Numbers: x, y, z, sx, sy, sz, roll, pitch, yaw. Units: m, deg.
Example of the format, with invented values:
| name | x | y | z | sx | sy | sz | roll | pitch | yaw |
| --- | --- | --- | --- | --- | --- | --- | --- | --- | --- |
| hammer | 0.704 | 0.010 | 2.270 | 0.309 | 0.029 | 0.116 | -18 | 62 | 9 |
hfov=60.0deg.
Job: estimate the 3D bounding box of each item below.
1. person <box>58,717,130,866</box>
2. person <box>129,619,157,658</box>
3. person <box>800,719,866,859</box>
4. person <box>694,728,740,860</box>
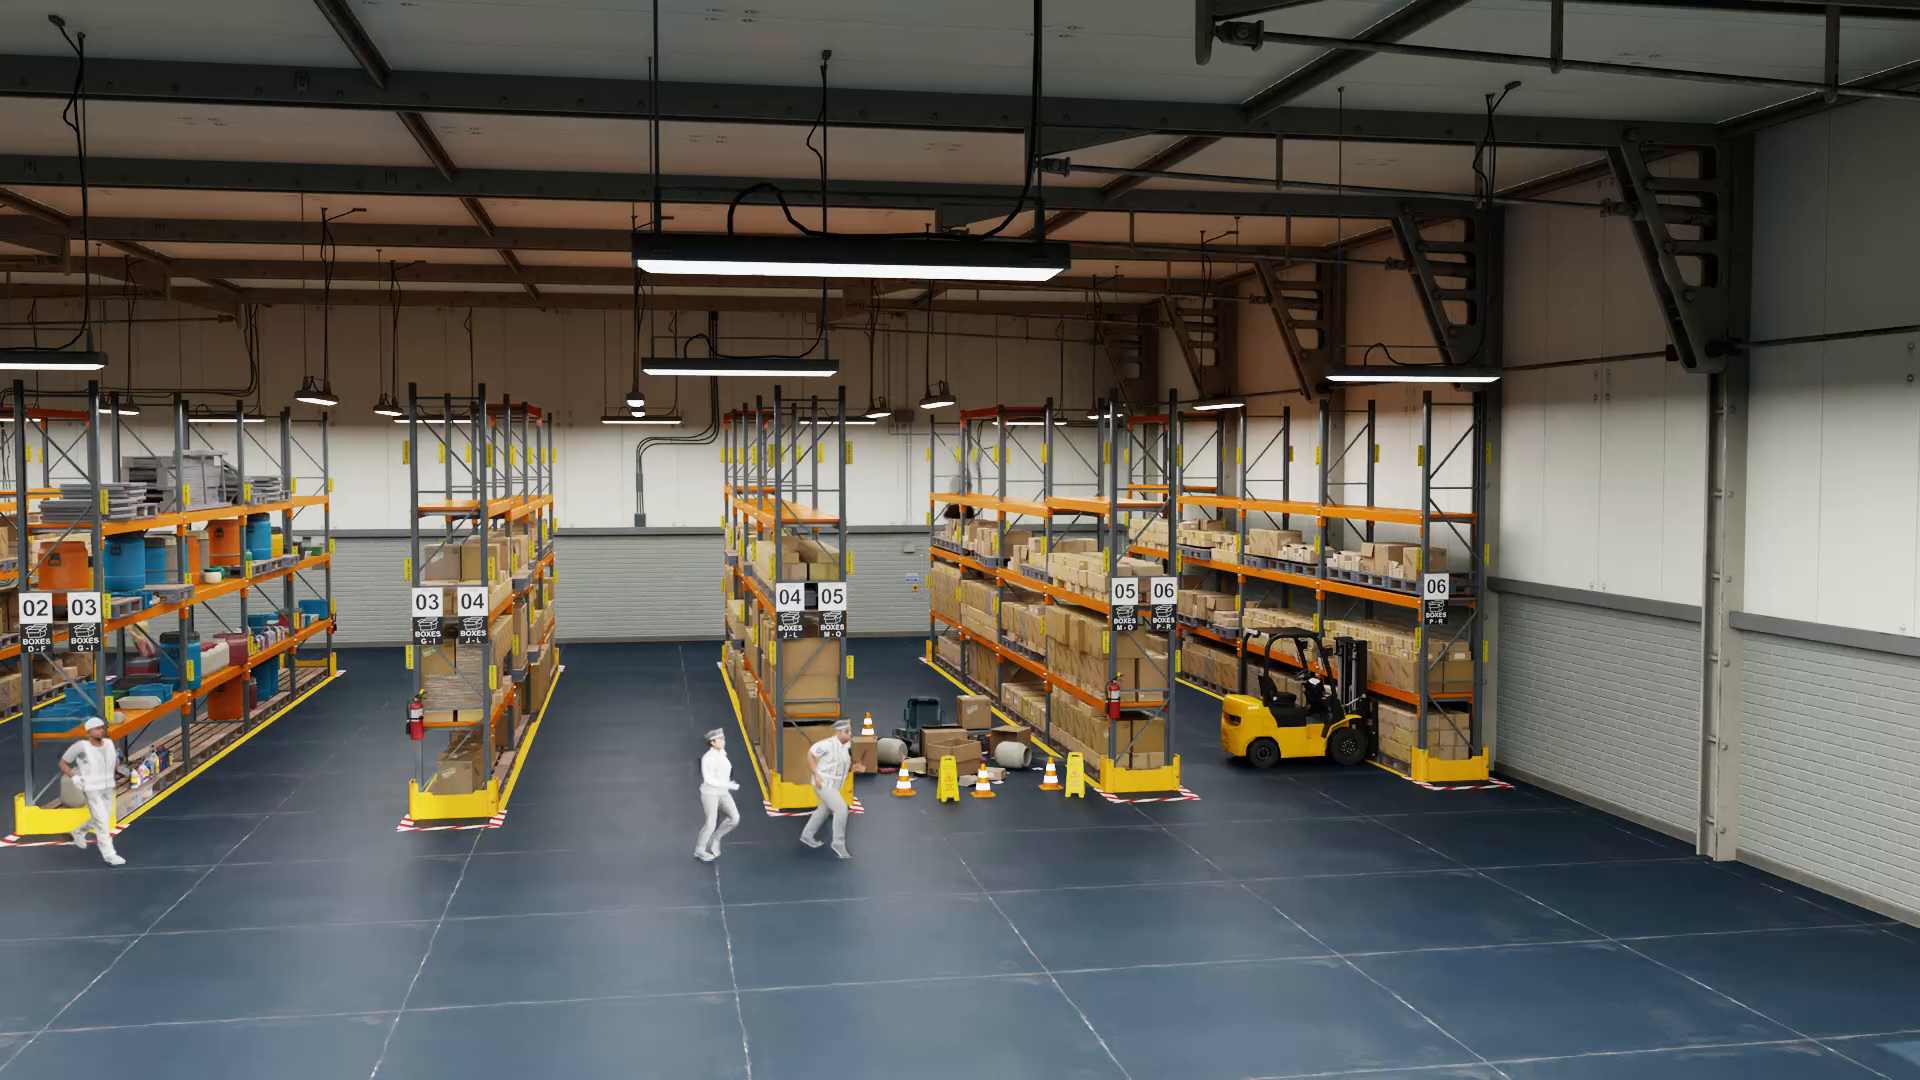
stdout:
| name | x | y | z | sx | sy | sz | roll | pitch | yaw |
| --- | --- | --- | --- | --- | --- | --- | --- | --- | --- |
| person | -10.650 | 3.076 | 20.483 | 0.958 | 1.787 | 0.683 | 1 | 3 | 22 |
| person | -18.500 | 2.287 | 37.682 | 0.519 | 1.603 | 0.575 | 1 | 3 | 27 |
| person | -1.656 | 3.106 | 20.860 | 0.932 | 1.777 | 0.676 | 2 | 3 | 27 |
| person | -2.975 | 3.124 | 20.486 | 0.692 | 1.648 | 0.584 | 1 | 3 | 27 |
